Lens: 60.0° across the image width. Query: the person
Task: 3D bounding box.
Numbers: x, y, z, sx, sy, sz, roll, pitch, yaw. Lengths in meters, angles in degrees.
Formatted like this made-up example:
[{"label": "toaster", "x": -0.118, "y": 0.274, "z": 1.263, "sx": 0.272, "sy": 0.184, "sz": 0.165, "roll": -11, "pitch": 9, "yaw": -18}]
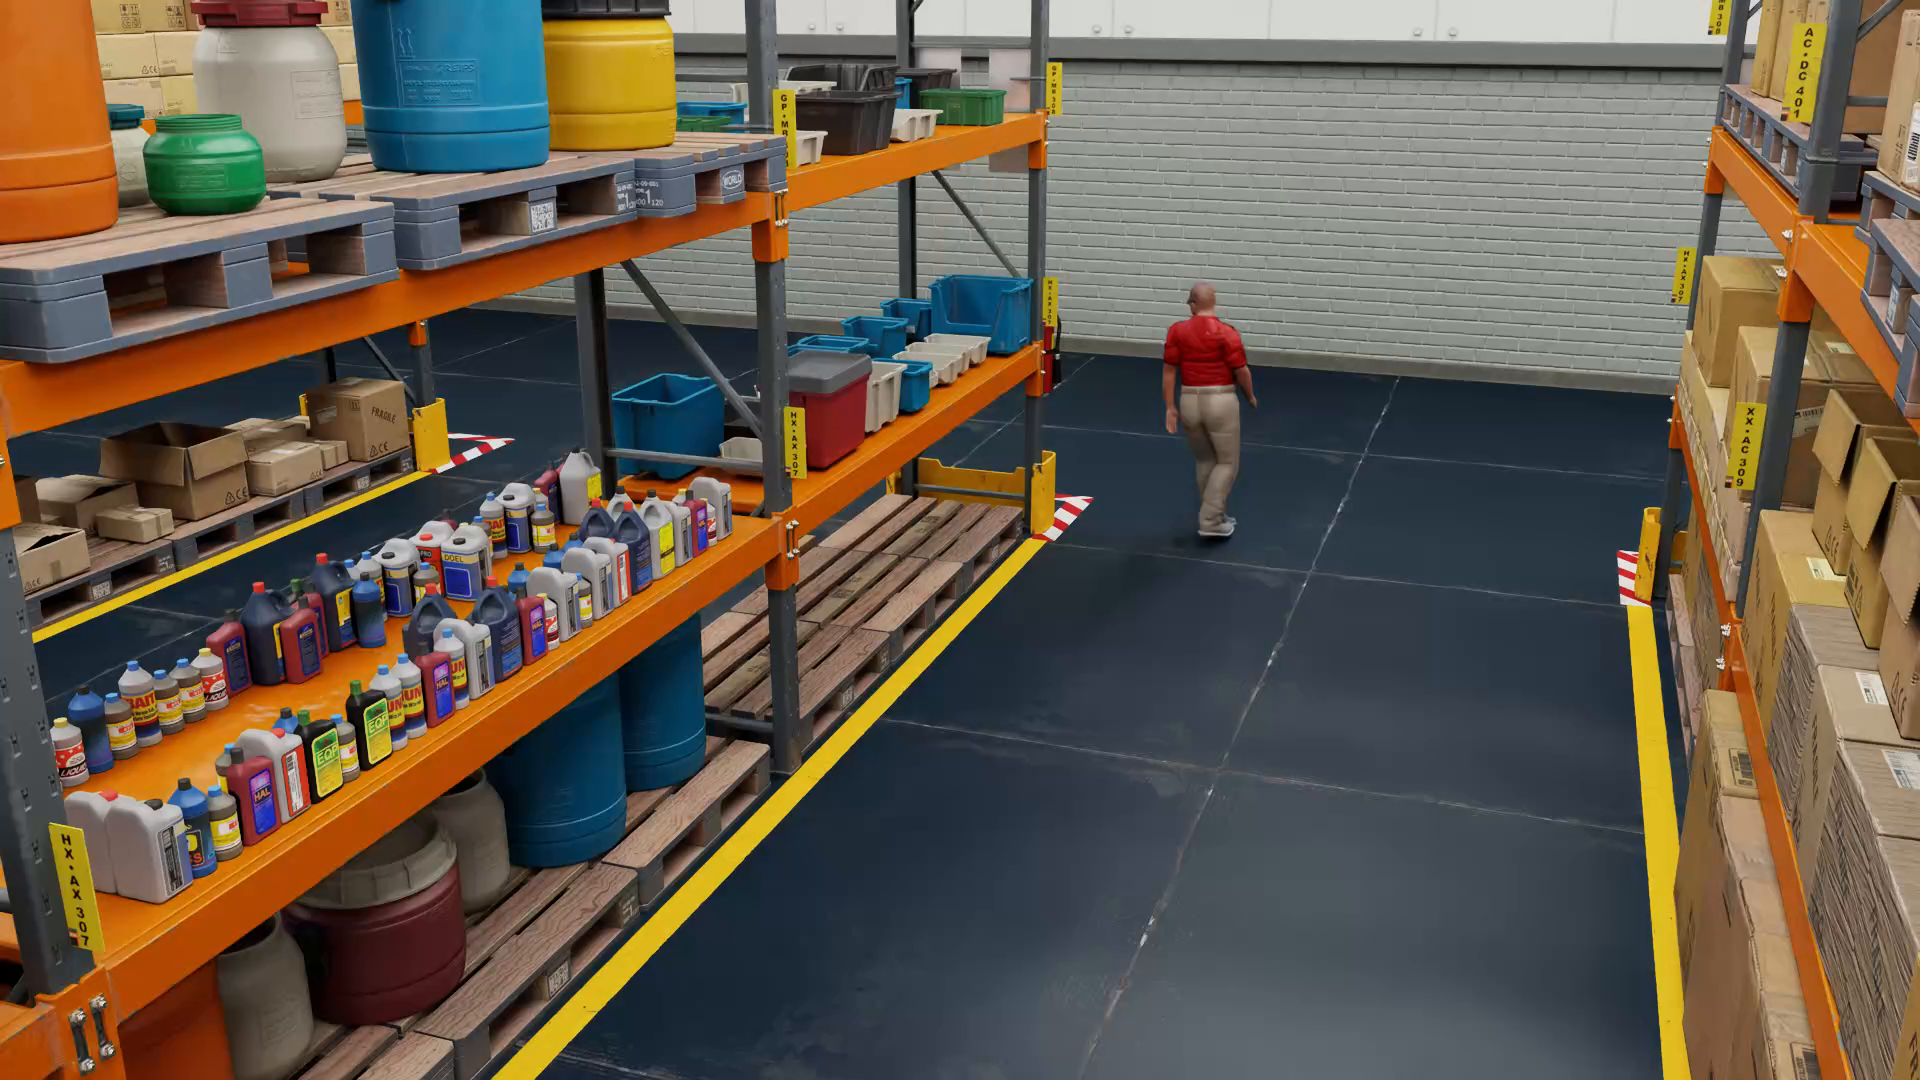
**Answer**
[{"label": "person", "x": 1.692, "y": -0.876, "z": 11.208, "sx": 0.564, "sy": 1.744, "sz": 0.614, "roll": 13, "pitch": 23, "yaw": 34}]
